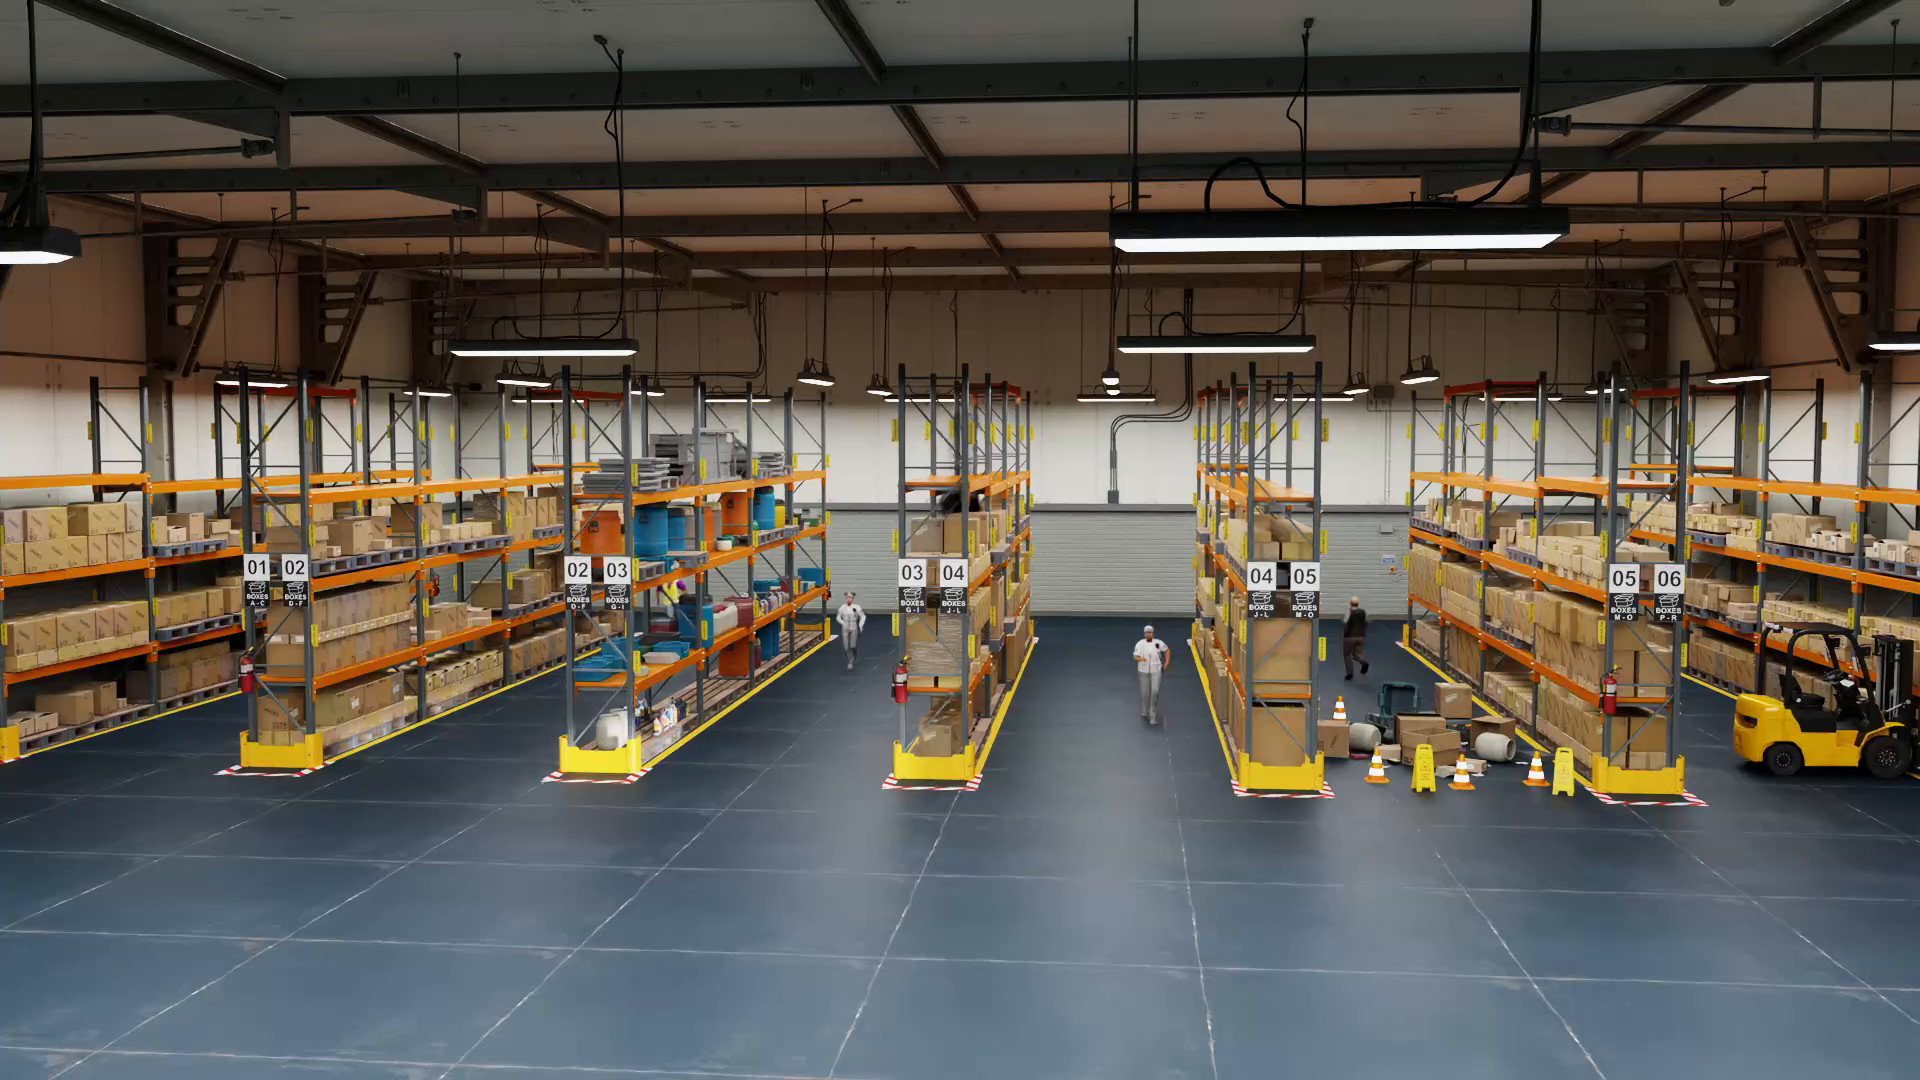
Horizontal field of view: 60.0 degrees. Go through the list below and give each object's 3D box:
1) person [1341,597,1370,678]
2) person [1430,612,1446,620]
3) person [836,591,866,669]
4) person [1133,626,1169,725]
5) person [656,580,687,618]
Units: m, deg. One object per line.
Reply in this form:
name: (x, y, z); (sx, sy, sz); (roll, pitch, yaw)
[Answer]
person: (8.016, 2.011, 33.736); (0.671, 1.719, 0.799); (-1, 4, -12)
person: (11.599, 1.618, 40.076); (0.534, 1.643, 0.638); (3, 5, 40)
person: (-2.332, 1.917, 35.260); (0.604, 1.654, 0.538); (0, 4, 5)
person: (3.312, 2.340, 28.903); (0.608, 1.705, 0.774); (1, 4, 12)
person: (-6.942, 1.554, 40.027); (0.758, 1.764, 0.921); (-1, 4, -8)
